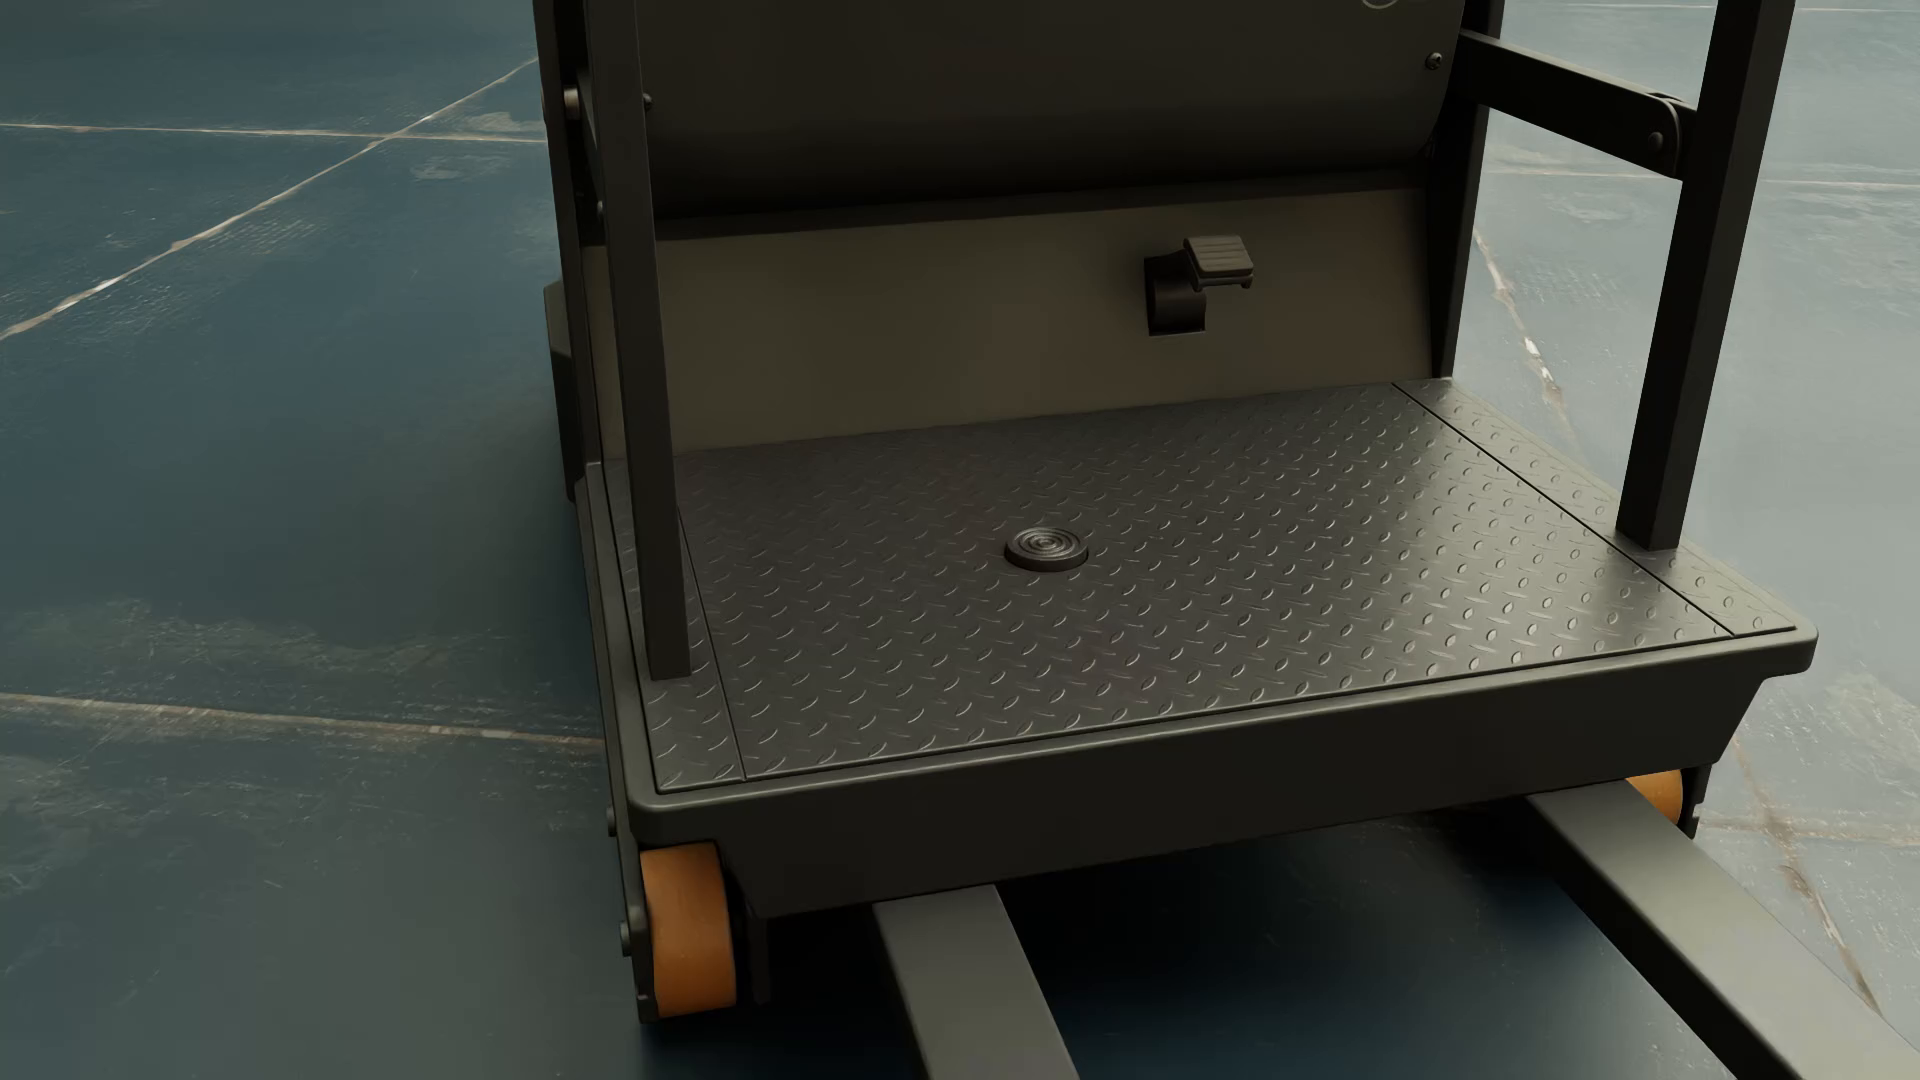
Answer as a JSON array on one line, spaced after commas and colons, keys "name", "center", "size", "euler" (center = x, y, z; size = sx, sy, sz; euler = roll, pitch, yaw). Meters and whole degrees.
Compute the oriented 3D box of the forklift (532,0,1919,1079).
[{"name": "forklift", "center": [0.153, -1.049, 1.319], "size": [1.130, 2.935, 3.031], "euler": [-7, 27, -13]}]
